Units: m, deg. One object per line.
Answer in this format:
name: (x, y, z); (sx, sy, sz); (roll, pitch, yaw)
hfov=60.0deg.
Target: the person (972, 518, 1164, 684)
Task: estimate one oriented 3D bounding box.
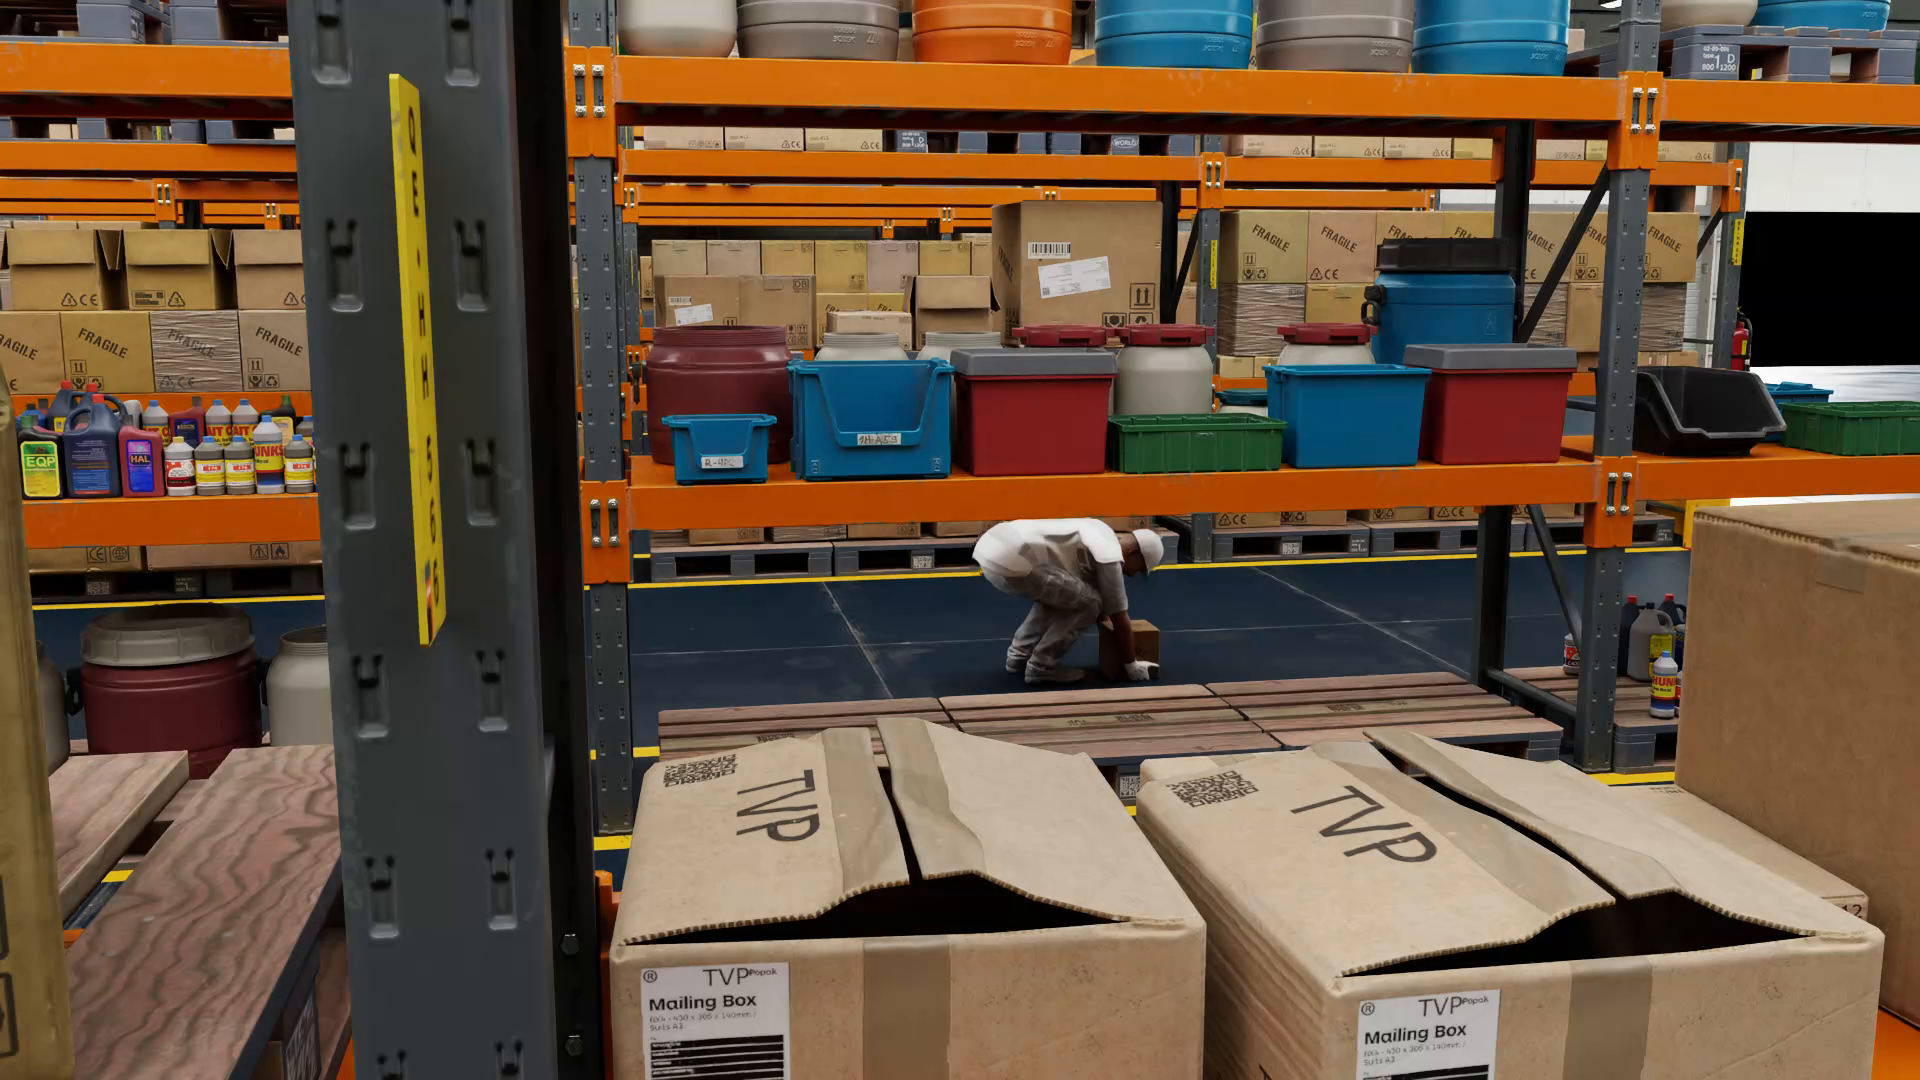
person: (0.561, 0.294, 8.503); (0.993, 0.857, 0.532); (-2, 10, -13)
